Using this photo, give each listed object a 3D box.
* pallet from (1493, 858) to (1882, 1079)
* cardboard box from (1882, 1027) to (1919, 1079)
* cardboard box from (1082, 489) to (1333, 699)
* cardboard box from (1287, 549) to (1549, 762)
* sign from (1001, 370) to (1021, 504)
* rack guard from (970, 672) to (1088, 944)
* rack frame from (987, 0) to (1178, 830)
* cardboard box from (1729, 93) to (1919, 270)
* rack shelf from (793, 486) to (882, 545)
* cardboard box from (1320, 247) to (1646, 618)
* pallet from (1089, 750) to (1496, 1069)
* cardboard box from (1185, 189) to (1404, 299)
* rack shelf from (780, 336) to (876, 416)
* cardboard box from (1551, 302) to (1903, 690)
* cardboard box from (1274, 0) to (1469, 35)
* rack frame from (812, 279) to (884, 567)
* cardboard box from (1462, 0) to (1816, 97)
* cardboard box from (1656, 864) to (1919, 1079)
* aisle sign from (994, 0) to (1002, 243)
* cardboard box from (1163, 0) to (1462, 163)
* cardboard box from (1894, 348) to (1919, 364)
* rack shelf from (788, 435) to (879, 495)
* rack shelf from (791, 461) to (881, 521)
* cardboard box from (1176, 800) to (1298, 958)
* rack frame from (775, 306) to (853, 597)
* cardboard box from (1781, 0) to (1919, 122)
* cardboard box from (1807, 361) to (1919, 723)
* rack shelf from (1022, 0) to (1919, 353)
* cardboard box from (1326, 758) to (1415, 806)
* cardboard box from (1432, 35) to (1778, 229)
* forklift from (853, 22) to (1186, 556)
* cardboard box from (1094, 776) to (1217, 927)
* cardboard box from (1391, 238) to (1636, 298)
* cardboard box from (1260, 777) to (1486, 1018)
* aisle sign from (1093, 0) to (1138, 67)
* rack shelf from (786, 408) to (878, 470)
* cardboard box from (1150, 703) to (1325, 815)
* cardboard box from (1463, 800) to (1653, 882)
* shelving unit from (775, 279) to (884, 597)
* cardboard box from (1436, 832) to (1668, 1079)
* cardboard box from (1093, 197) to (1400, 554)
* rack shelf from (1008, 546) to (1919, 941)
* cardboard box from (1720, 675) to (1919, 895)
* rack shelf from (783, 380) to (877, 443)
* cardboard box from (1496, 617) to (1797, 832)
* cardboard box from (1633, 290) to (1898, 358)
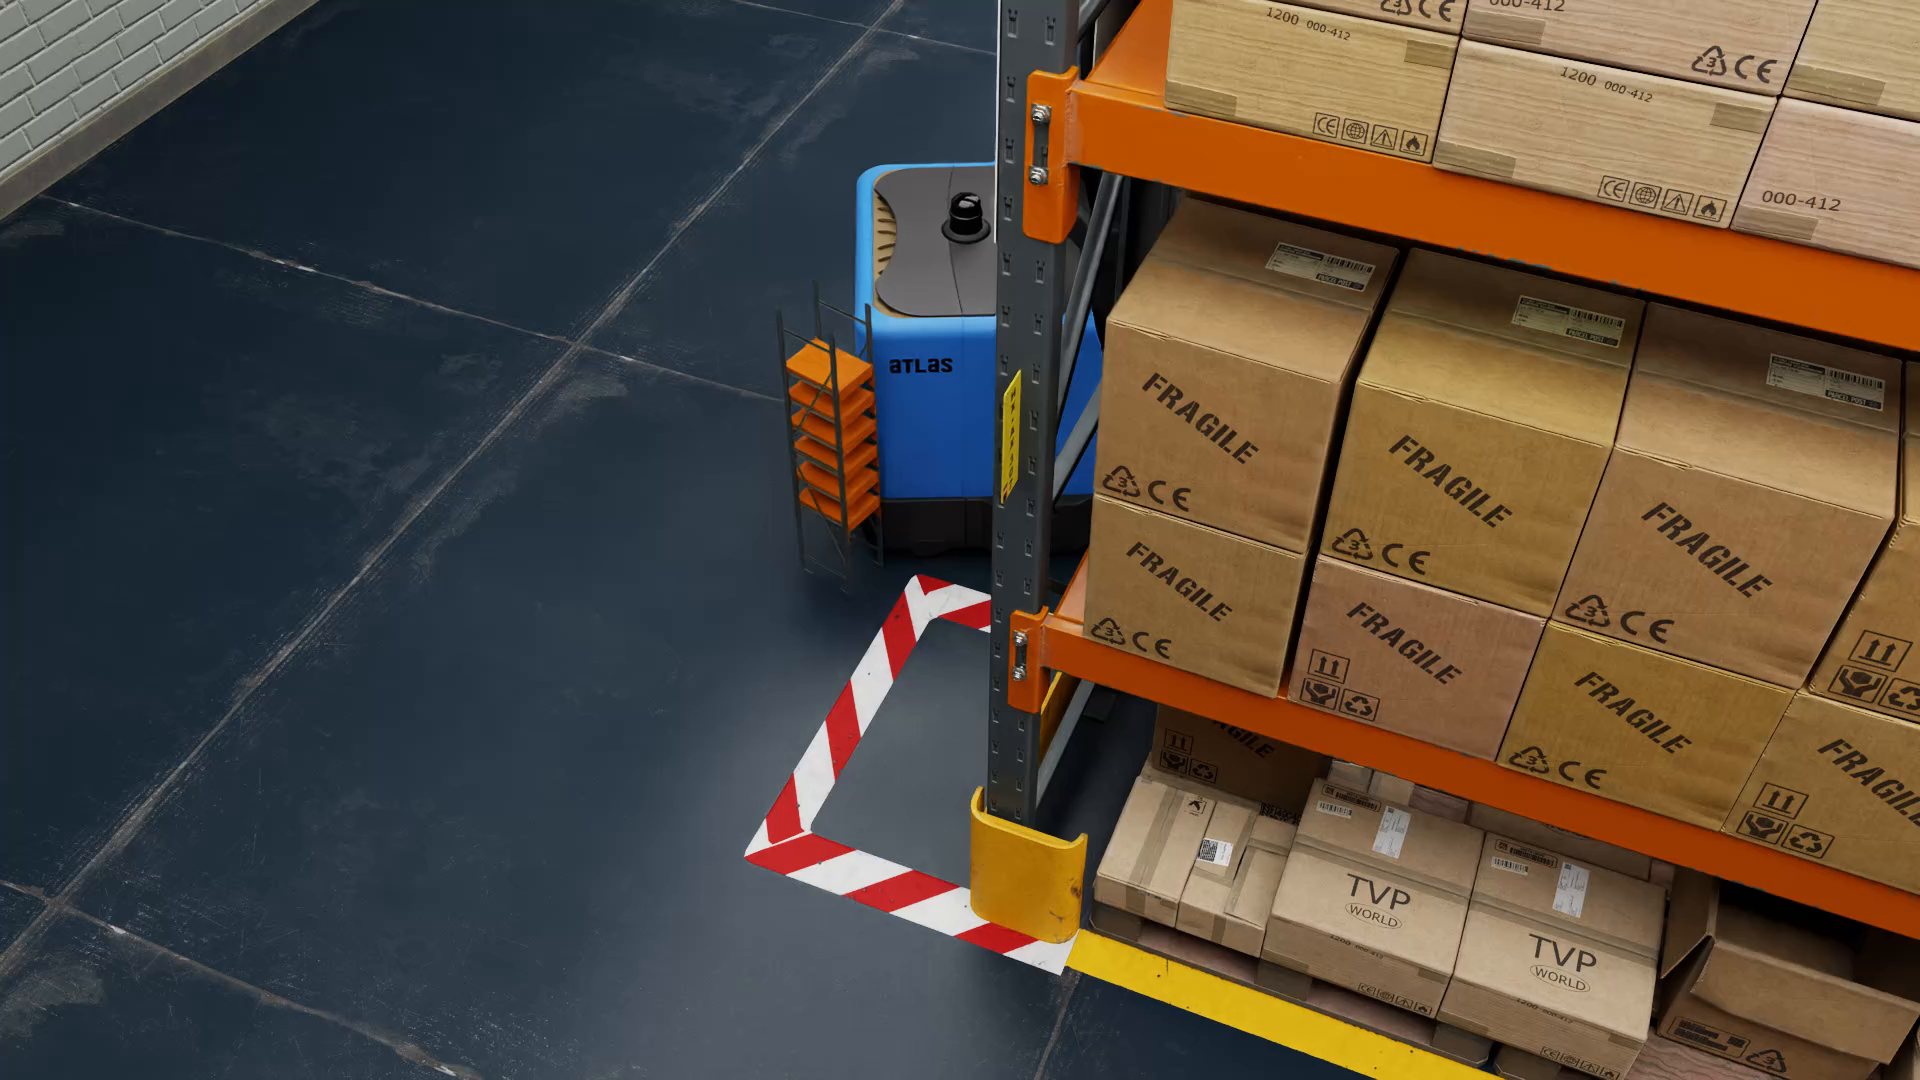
[{"bbox_3d":[2.253,1.281,4.813,1.213,0.211,1.003,16,47,16],"label":"pallet"},{"bbox_3d":[2.689,1.433,4.277,0.500,0.311,0.500,16,47,16],"label":"cardboard box"},{"bbox_3d":[0.633,-0.020,4.072,0.500,0.500,0.500,17,47,17],"label":"cardboard box"},{"bbox_3d":[1.111,0.117,3.935,0.500,0.500,0.500,16,47,15],"label":"cardboard box"},{"bbox_3d":[0.116,-0.230,3.741,0.005,0.325,0.100,16,47,16],"label":"sign"},{"bbox_3d":[0.395,0.631,5.262,0.348,0.500,1.175,16,47,16],"label":"rack guard"},{"bbox_3d":[0.325,-0.276,4.401,0.127,3.000,1.000,16,47,16],"label":"rack frame"},{"bbox_3d":[1.619,-0.703,2.809,0.500,0.250,0.500,16,47,16],"label":"cardboard box"},{"bbox_3d":[-0.435,-0.121,5.924,0.258,0.103,0.180,27,51,25],"label":"rack shelf"},{"bbox_3d":[1.118,-0.237,3.582,0.500,0.500,0.500,17,47,16],"label":"cardboard box"},{"bbox_3d":[1.131,0.949,5.147,1.213,0.211,1.003,16,47,16],"label":"pallet"},{"bbox_3d":[0.841,-0.724,4.071,0.500,0.500,0.500,16,47,15],"label":"cardboard box"},{"bbox_3d":[-0.436,-0.545,5.499,0.258,0.103,0.180,27,51,25],"label":"rack shelf"},{"bbox_3d":[1.578,-0.098,3.442,0.500,0.500,0.500,17,47,16],"label":"cardboard box"},{"bbox_3d":[0.698,-1.155,2.909,0.500,0.250,0.500,16,47,16],"label":"cardboard box"},{"bbox_3d":[-0.382,-0.374,5.775,0.240,1.200,0.006,27,51,25],"label":"rack frame"},{"bbox_3d":[1.157,-1.014,2.768,0.500,0.250,0.500,16,47,16],"label":"cardboard box"},{"bbox_3d":[2.280,1.032,4.544,0.637,0.503,0.797,16,47,16],"label":"cardboard box"},{"bbox_3d":[0.149,-1.025,3.311,0.004,0.787,0.394,16,47,16],"label":"aisle sign"},{"bbox_3d":[0.701,-0.981,3.089,0.500,0.250,0.500,16,47,16],"label":"cardboard box"},{"bbox_3d":[2.262,-0.310,3.655,0.500,0.500,0.500,18,48,17],"label":"cardboard box"},{"bbox_3d":[-0.436,-0.290,5.754,0.258,0.103,0.180,27,51,25],"label":"rack shelf"},{"bbox_3d":[-0.435,-0.206,5.839,0.258,0.103,0.180,27,51,25],"label":"rack shelf"},{"bbox_3d":[0.809,0.977,4.838,0.250,0.166,0.380,16,47,16],"label":"cardboard box"},{"bbox_3d":[-0.490,-0.270,5.670,0.240,1.200,0.006,27,51,25],"label":"rack frame"},{"bbox_3d":[1.621,-0.883,2.636,0.500,0.250,0.500,16,47,16],"label":"cardboard box"},{"bbox_3d":[2.047,0.039,3.304,0.500,0.500,0.500,16,47,15],"label":"cardboard box"},{"bbox_3d":[2.170,-0.541,3.051,4.000,0.370,1.077,16,47,16],"label":"rack shelf"},{"bbox_3d":[1.260,0.728,5.088,0.250,0.166,0.380,16,47,16],"label":"cardboard box"},{"bbox_3d":[1.157,-0.837,2.944,0.500,0.250,0.500,16,47,16],"label":"cardboard box"},{"bbox_3d":[1.136,-1.361,5.540,3.031,2.935,1.130,-2,45,-2],"label":"forklift"},{"bbox_3d":[0.579,0.916,4.912,0.250,0.149,0.380,16,47,16],"label":"cardboard box"},{"bbox_3d":[1.308,-0.588,3.934,0.500,0.500,0.500,18,47,17],"label":"cardboard box"},{"bbox_3d":[1.179,1.011,4.745,0.500,0.250,0.500,16,47,16],"label":"cardboard box"},{"bbox_3d":[0.380,-1.416,3.703,0.004,0.787,0.394,16,47,16],"label":"aisle sign"},{"bbox_3d":[-0.436,-0.375,5.669,0.258,0.103,0.180,27,51,25],"label":"rack shelf"},{"bbox_3d":[0.921,0.441,5.140,0.500,0.500,0.500,16,47,16],"label":"cardboard box"},{"bbox_3d":[1.786,0.807,4.949,0.500,0.250,0.500,16,47,16],"label":"cardboard box"},{"bbox_3d":[-0.436,-0.322,5.722,0.258,1.200,0.189,27,51,25],"label":"shelving unit"},{"bbox_3d":[1.640,1.146,4.609,0.500,0.250,0.500,16,47,16],"label":"cardboard box"},{"bbox_3d":[0.633,-0.374,3.719,0.500,0.500,0.500,18,48,17],"label":"cardboard box"},{"bbox_3d":[2.170,0.522,4.109,4.000,0.370,1.077,16,47,16],"label":"rack shelf"},{"bbox_3d":[2.034,0.392,3.658,0.500,0.500,0.500,17,47,16],"label":"cardboard box"},{"bbox_3d":[-0.436,-0.460,5.584,0.258,0.103,0.180,27,51,25],"label":"rack shelf"},{"bbox_3d":[1.573,0.255,3.796,0.500,0.500,0.500,16,47,16],"label":"cardboard box"},{"bbox_3d":[1.788,-0.450,3.796,0.500,0.500,0.500,18,47,17],"label":"cardboard box"}]
